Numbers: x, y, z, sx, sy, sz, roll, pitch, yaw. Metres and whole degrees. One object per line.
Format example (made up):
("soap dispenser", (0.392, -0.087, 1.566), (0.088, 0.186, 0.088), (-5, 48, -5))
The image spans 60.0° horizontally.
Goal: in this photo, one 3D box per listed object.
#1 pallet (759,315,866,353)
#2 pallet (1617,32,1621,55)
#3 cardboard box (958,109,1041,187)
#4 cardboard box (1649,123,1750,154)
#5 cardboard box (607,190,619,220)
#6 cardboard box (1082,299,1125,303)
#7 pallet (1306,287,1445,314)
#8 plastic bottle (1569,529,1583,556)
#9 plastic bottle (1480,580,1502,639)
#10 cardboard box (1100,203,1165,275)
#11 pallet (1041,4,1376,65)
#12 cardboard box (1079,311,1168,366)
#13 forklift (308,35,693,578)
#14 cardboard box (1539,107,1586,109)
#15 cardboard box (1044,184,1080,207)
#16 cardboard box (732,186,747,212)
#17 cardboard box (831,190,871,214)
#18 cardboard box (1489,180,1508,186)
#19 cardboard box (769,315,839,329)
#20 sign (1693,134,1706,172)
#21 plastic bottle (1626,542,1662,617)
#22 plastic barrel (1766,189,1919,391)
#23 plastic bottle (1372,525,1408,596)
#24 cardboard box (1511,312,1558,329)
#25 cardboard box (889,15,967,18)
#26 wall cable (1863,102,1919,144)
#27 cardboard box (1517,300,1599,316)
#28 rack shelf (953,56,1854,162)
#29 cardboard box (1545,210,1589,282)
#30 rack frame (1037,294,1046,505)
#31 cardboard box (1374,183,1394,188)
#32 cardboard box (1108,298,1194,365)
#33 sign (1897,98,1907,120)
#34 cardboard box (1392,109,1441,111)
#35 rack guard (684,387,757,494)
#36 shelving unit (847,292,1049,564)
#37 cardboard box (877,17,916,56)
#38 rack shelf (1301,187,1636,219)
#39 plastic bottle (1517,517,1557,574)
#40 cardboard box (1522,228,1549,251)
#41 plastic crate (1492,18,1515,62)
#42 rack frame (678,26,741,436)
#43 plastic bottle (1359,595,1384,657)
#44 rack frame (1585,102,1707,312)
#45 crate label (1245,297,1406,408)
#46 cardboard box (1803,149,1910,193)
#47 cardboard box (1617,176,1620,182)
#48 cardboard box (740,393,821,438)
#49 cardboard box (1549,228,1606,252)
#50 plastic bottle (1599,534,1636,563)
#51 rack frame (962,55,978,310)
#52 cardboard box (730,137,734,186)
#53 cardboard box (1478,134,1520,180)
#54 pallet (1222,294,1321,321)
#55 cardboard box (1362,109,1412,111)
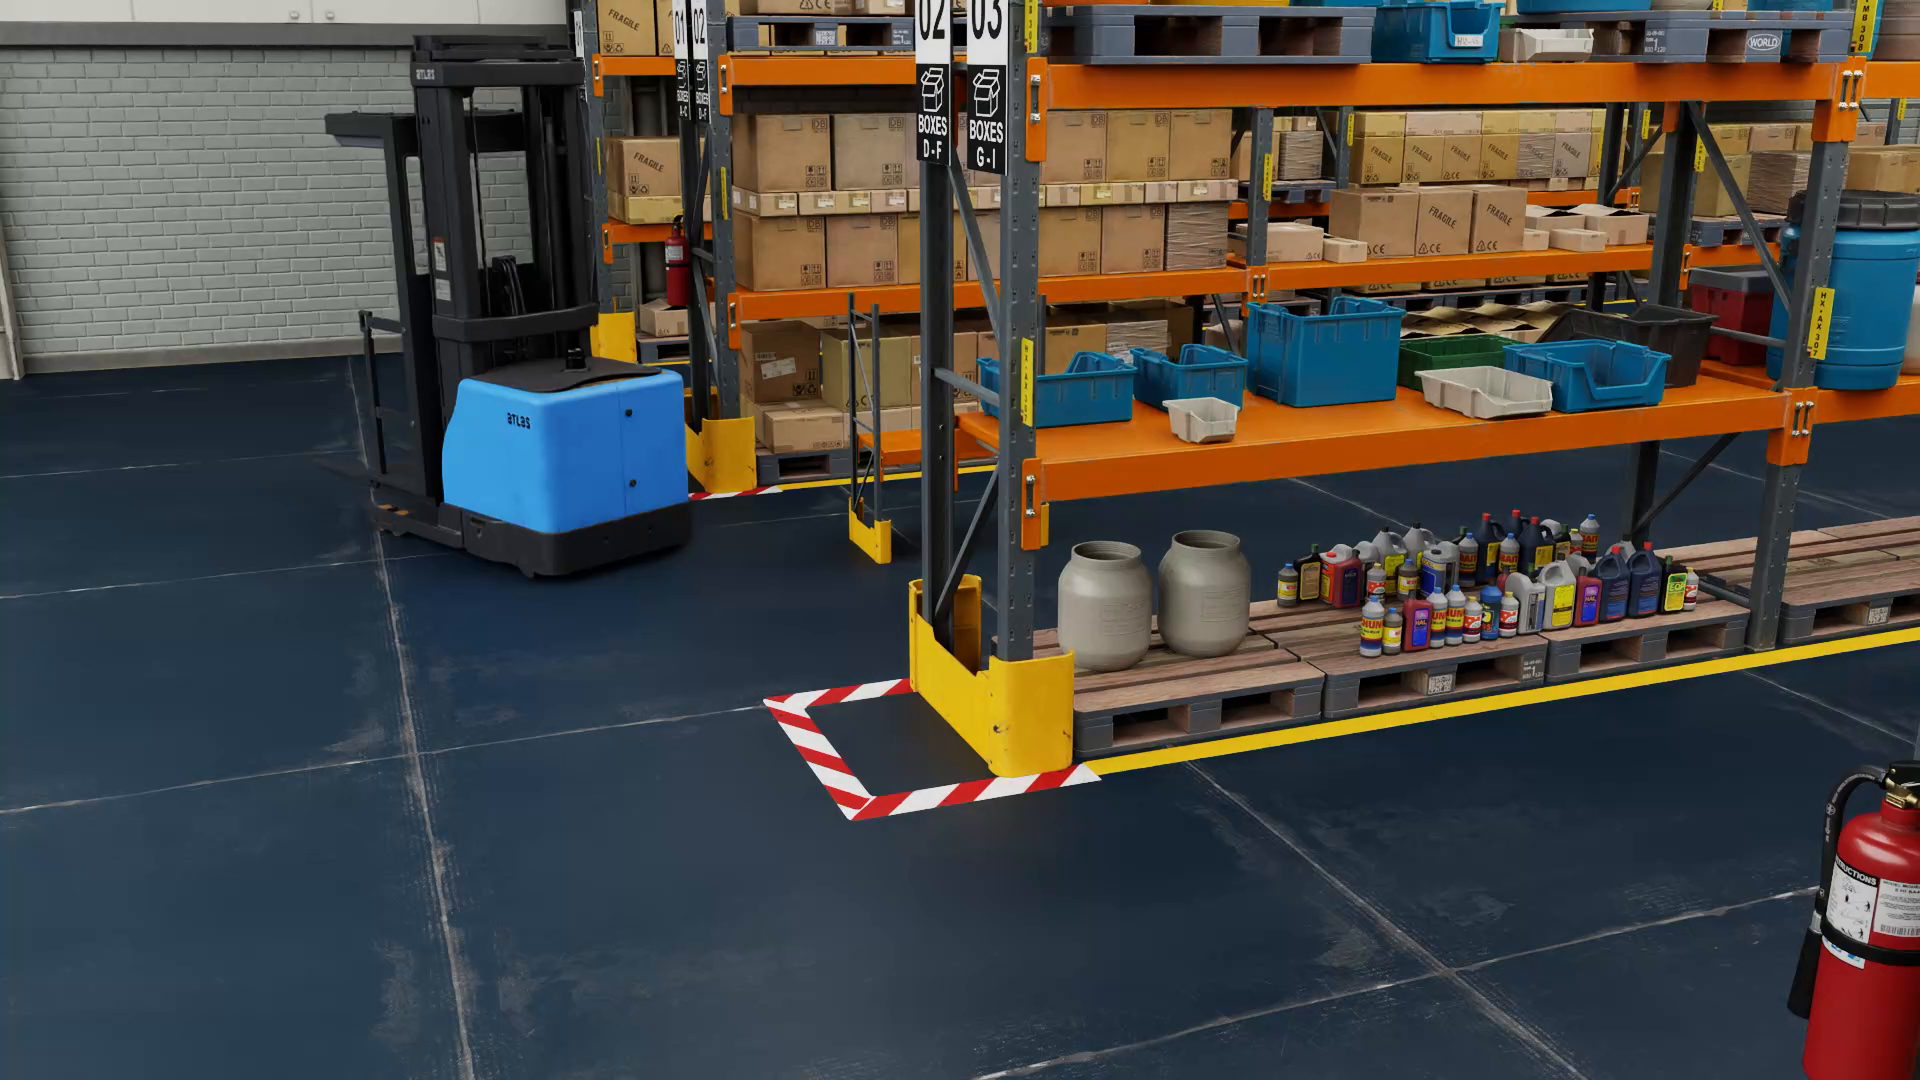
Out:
("pallet", (-1.503, -2.084, 16.820), (1.213, 0.211, 1.003), (-6, 17, -20))
("pallet", (5.162, -3.980, 13.339), (1.003, 0.211, 1.213), (-5, 17, -18))
("cardboard box", (0.210, -2.792, 11.803), (0.500, 0.500, 0.700), (-6, 17, -20))
("cardboard box", (8.919, -4.696, 20.233), (0.700, 0.700, 0.980), (-7, 18, -21))
("cardboard box", (-3.116, -3.255, 16.091), (0.500, 0.250, 0.500), (-6, 17, -19))
("cardboard box", (1.398, -2.778, 17.892), (0.500, 0.500, 0.700), (-7, 18, -21))
("pallet", (4.751, -2.748, 19.081), (1.213, 0.211, 1.003), (-6, 17, -20))
("plastic bottle", (3.248, 0.042, 8.816), (0.097, 0.201, 0.097), (0, 16, 0))
("plastic bottle", (2.469, 0.319, 7.749), (0.097, 0.271, 0.097), (0, 16, 0))
("cardboard box", (1.126, -2.267, 12.316), (0.500, 0.500, 0.700), (-6, 18, -21))
("pallet", (0.870, -2.019, 6.662), (1.213, 0.211, 1.003), (-6, 17, -20))
("cardboard box", (1.202, -1.410, 12.381), (0.500, 0.500, 0.500), (-6, 17, -20))
("forklift", (-3.020, -1.521, 10.075), (3.031, 2.935, 1.130), (14, 21, 40))
("cardboard box", (7.200, -5.012, 19.769), (0.500, 0.250, 0.500), (-6, 17, -18))
("cardboard box", (0.665, -2.468, 11.849), (0.250, 0.149, 0.380), (-6, 17, -18))
("cardboard box", (-1.418, -2.364, 11.498), (0.250, 0.149, 0.380), (-6, 18, -21))
("cardboard box", (-0.784, -2.311, 11.315), (0.250, 0.149, 0.380), (-6, 17, -20))
("cardboard box", (6.054, -4.070, 19.043), (0.250, 0.149, 0.380), (-6, 17, -18))
("cardboard box", (-1.569, -2.396, 16.588), (0.500, 0.500, 0.700), (-7, 18, -24))
("sign", (5.965, -3.133, 13.389), (0.005, 0.325, 0.100), (-6, 17, -20))
("plastic bottle", (3.299, 0.184, 8.067), (0.185, 0.351, 0.144), (-7, 18, -22))
("plastic barrel", (4.266, -1.216, 8.026), (0.708, 0.901, 0.600), (-6, 17, -20))
("plastic bottle", (2.148, 0.096, 8.367), (0.185, 0.351, 0.144), (-5, 17, -18))
("cardboard box", (4.879, -1.703, 13.712), (0.500, 0.311, 0.500), (-6, 18, -21))
("cardboard box", (-0.207, -3.823, 11.635), (0.500, 0.311, 0.500), (-4, 17, -14))
("wall cable", (12.315, -5.698, 22.375), (1.851, 1.984, 0.084), (-6, 17, -20))
("cardboard box", (5.169, -1.899, 14.380), (0.500, 0.311, 0.500), (-6, 17, -18))
("rack shelf", (1.930, -1.909, 7.227), (4.000, 0.370, 1.077), (-6, 17, -20))
("cardboard box", (7.162, -3.500, 19.762), (0.750, 0.750, 0.750), (-6, 17, -19))
("rack frame", (0.395, -0.762, 10.032), (0.032, 1.500, 0.500), (-6, 17, -20))
("cardboard box", (4.616, -3.911, 18.502), (0.250, 0.149, 0.380), (-6, 17, -19))
("cardboard box", (1.483, -1.598, 13.018), (0.500, 0.500, 0.500), (-6, 17, -20))
("sign", (11.639, -5.358, 20.544), (0.005, 0.325, 0.100), (-6, 17, -20))
("cardboard box", (5.283, -4.802, 19.056), (0.500, 0.250, 0.500), (-7, 18, -21))
("rack guard", (-1.729, -0.715, 11.645), (0.348, 0.500, 1.175), (-6, 17, -20))
("shelving unit", (-0.071, -0.712, 9.861), (1.083, 1.500, 0.587), (-6, 17, -20))
("cardboard box", (-0.608, -4.956, 16.115), (0.500, 0.500, 0.500), (-8, 18, -25))
("rack shelf", (5.855, -3.883, 19.273), (4.000, 0.370, 1.077), (-6, 17, -20))
("plastic bottle", (2.947, 0.054, 8.512), (0.185, 0.351, 0.144), (-6, 17, -20))
("cardboard box", (4.593, -2.459, 13.595), (0.250, 0.149, 0.380), (-5, 17, -16))
("plastic crate", (2.226, -2.266, 7.545), (0.450, 0.188, 0.336), (-6, 17, -20))
("rack frame", (-1.707, -1.917, 11.301), (0.127, 3.000, 1.000), (-6, 17, -20))
("plastic bottle", (1.867, 0.384, 7.528), (0.097, 0.271, 0.097), (0, 16, 0))
("rack frame", (5.763, -2.723, 14.048), (0.127, 3.000, 1.000), (-6, 17, -20))
("crate label", (1.684, -0.887, 7.731), (0.616, 0.435, 0.502), (-6, 17, -20))
("cardboard box", (7.871, -3.182, 14.686), (0.500, 0.500, 0.700), (-11, 20, -34))
("cardboard box", (7.508, -4.210, 19.521), (0.250, 0.149, 0.380), (-6, 17, -20))
("cardboard box", (-1.312, -0.931, 12.078), (0.500, 0.250, 0.500), (-6, 17, -20))
("cardboard box", (5.022, -2.439, 13.527), (0.250, 0.149, 0.380), (-6, 17, -20))
("plastic bottle", (3.247, 0.146, 8.196), (0.185, 0.351, 0.144), (-6, 17, -20))
("rack frame", (0.252, -3.623, 17.112), (0.127, 3.000, 1.000), (-6, 17, -20))
("cardboard box", (-1.980, -3.584, 15.878), (0.500, 0.500, 0.500), (-7, 18, -22))
("cardboard box", (5.972, -4.363, 18.890), (0.500, 0.500, 0.500), (-6, 17, -19))
("pallet", (3.257, -2.610, 18.611), (1.213, 0.211, 1.003), (-6, 17, -20))
("cardboard box", (4.803, -4.751, 18.883), (0.500, 0.250, 0.500), (-7, 18, -22))
